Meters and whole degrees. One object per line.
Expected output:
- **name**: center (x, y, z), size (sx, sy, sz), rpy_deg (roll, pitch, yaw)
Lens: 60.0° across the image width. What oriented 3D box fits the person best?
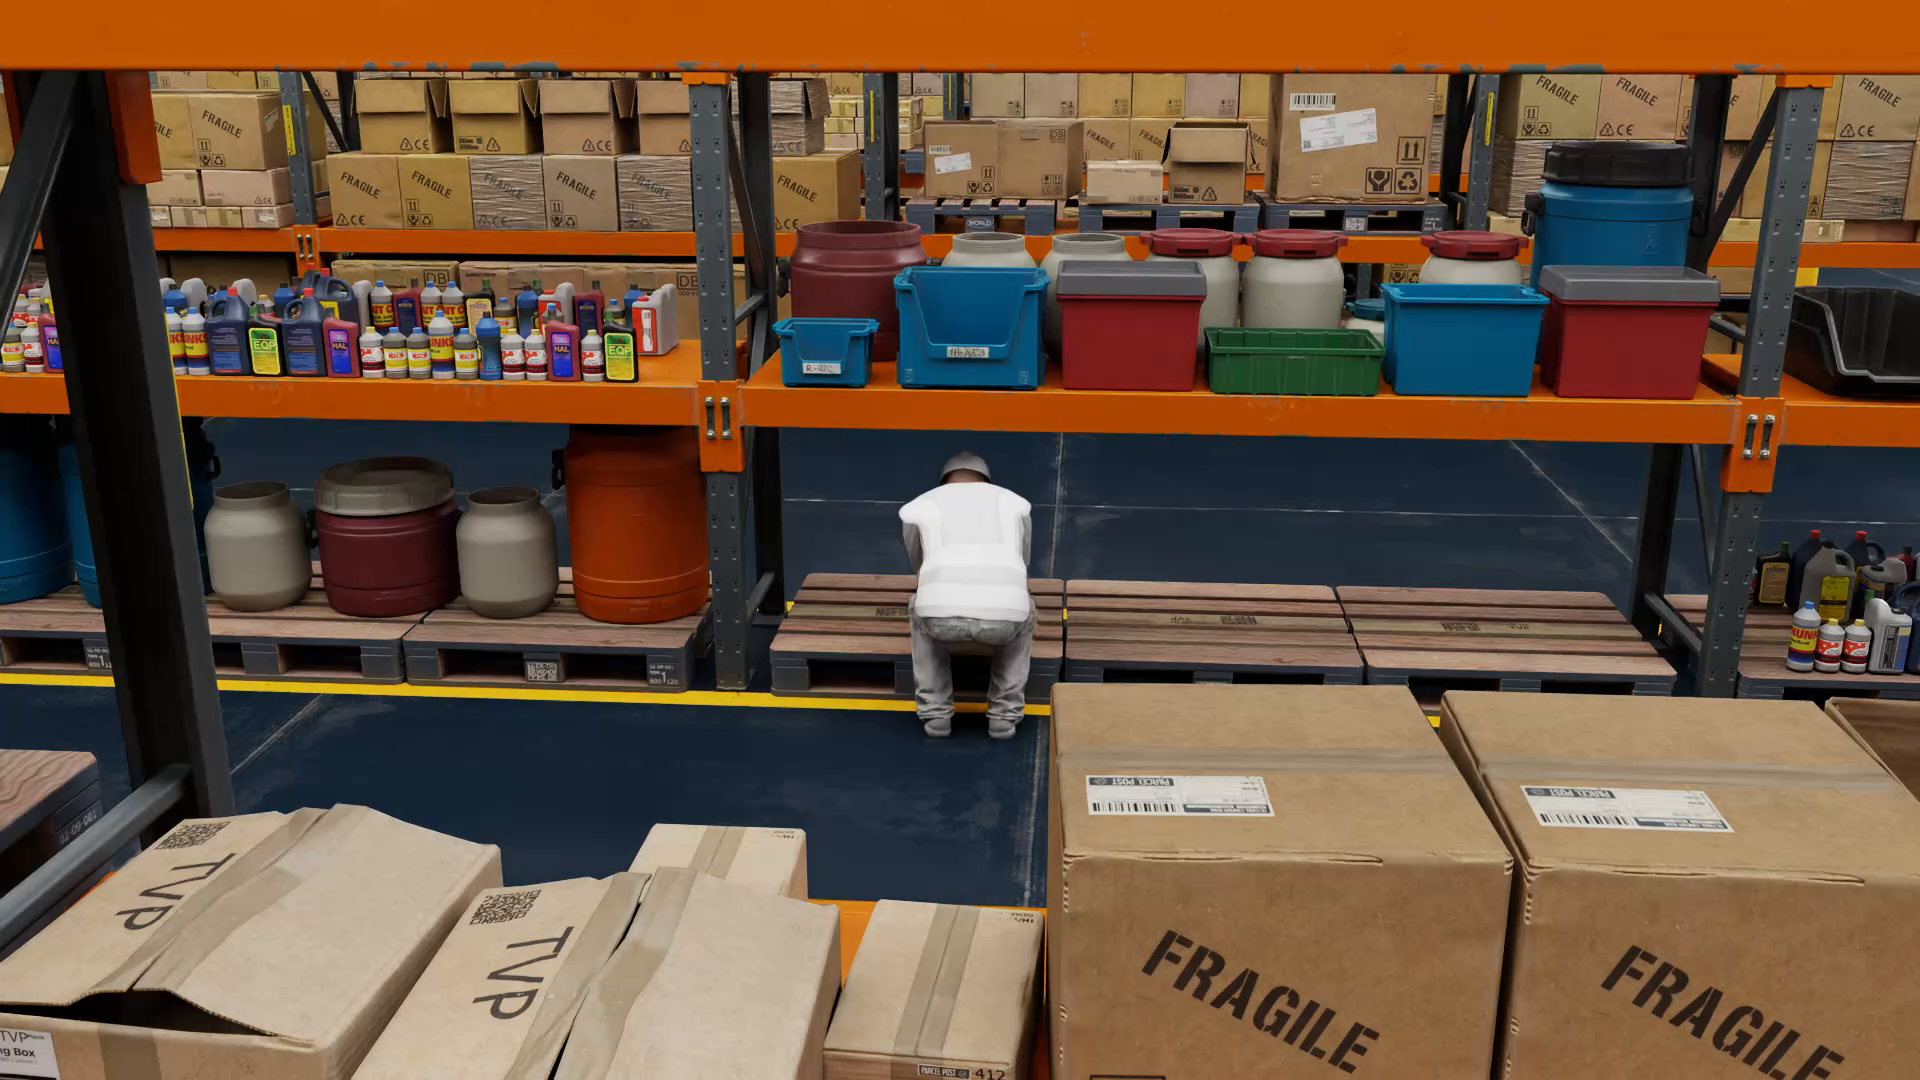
- **person**: center (0.029, 0.220, 6.625), size (0.554, 1.006, 0.943), rpy_deg (1, 17, 2)
